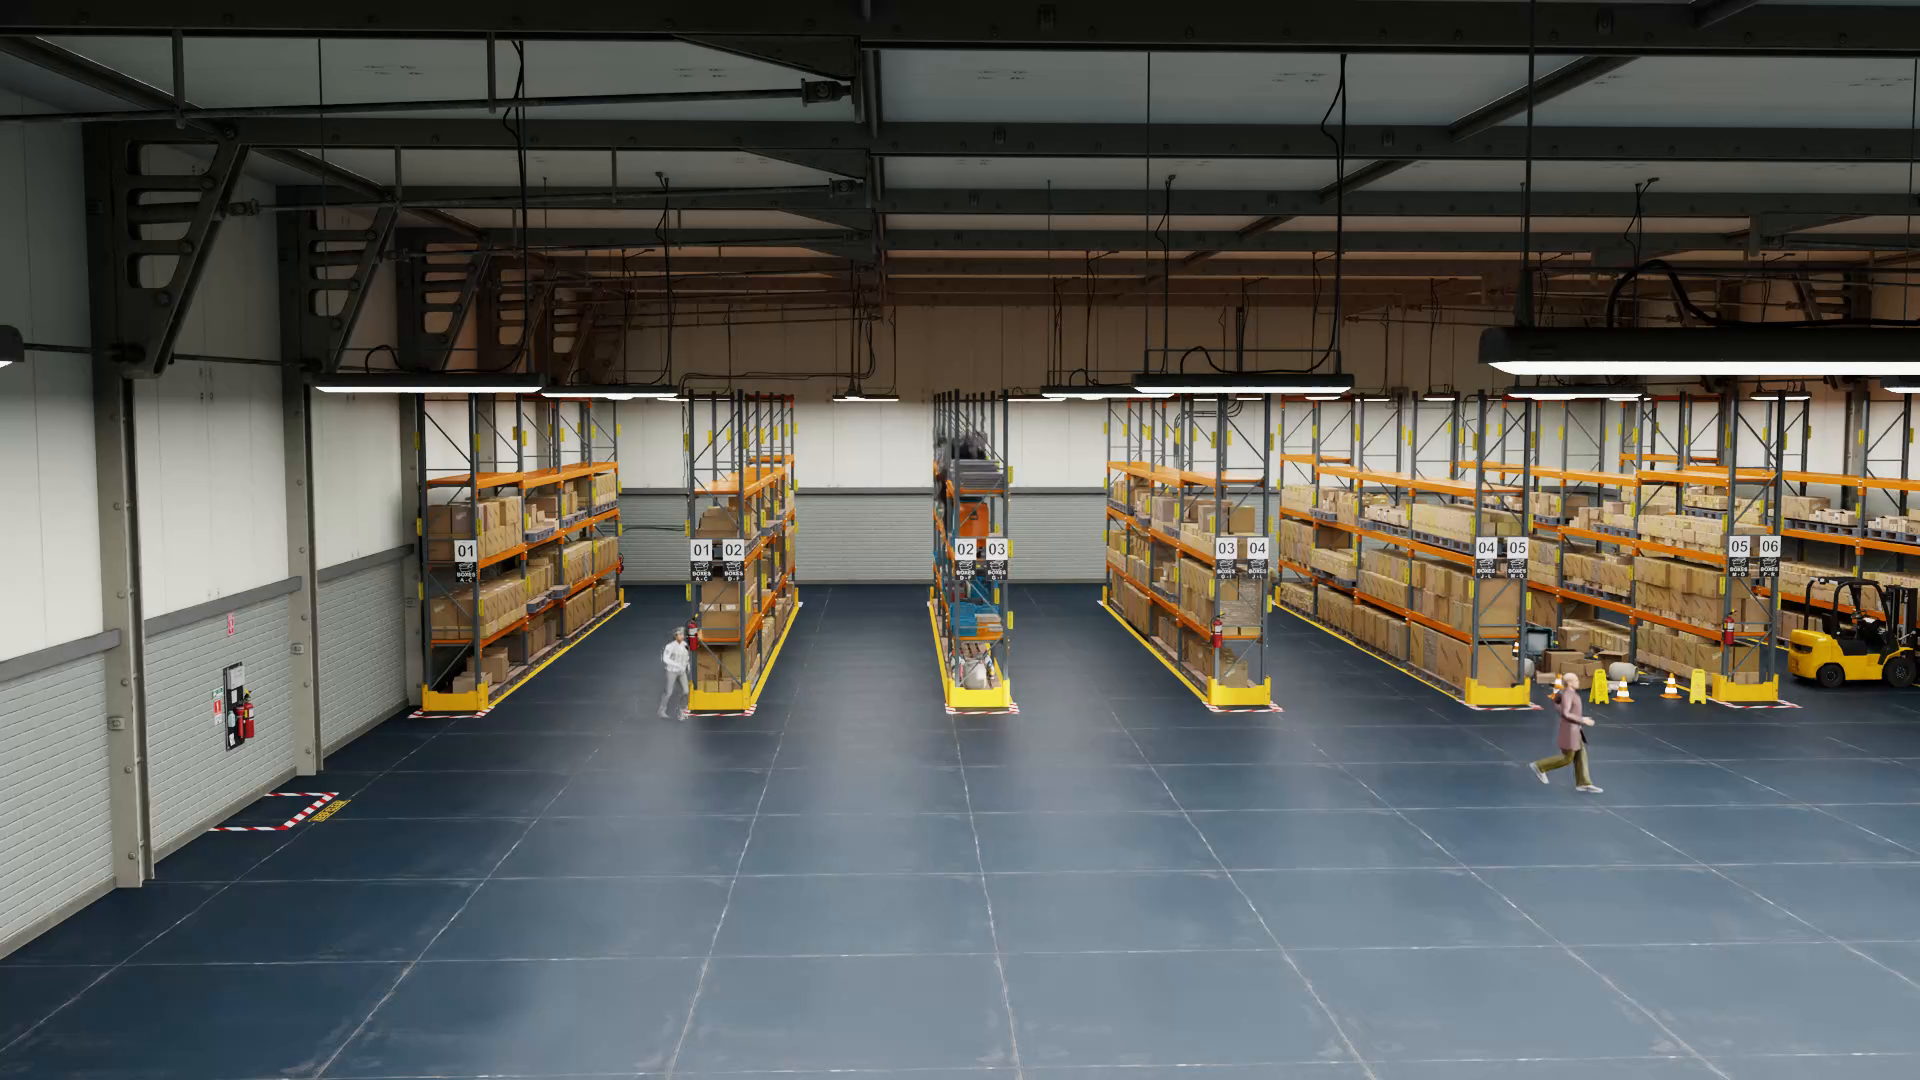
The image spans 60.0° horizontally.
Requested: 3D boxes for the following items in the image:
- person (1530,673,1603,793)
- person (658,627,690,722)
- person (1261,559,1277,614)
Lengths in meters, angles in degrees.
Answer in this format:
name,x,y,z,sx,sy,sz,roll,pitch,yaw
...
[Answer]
name,x,y,z,sx,sy,sz,roll,pitch,yaw
person,8.974,2.838,24.555,1.018,1.767,0.709,2,5,23
person,-5.126,2.450,30.189,0.658,1.750,0.653,-4,6,-43
person,8.127,1.302,44.113,0.551,1.710,0.824,0,5,1
